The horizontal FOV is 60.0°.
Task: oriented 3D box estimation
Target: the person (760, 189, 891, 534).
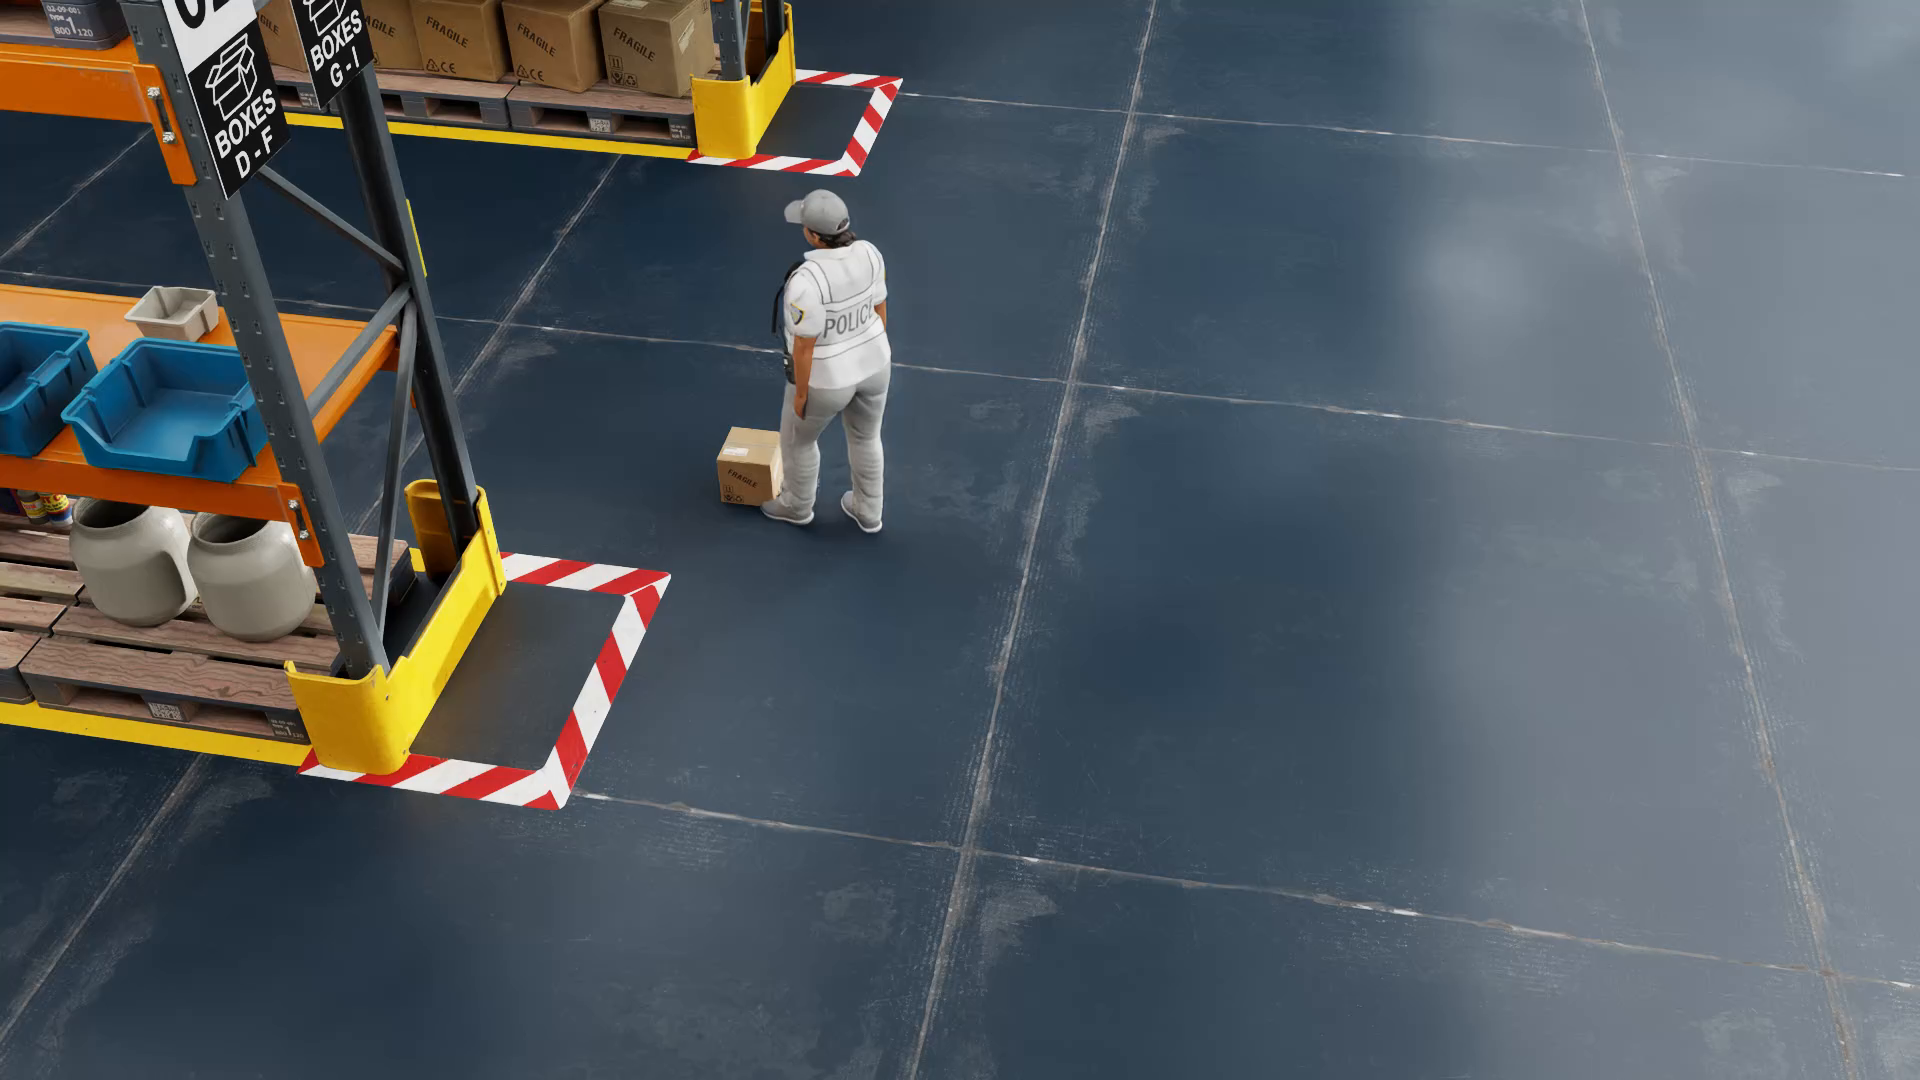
[{"bbox_3d":[-0.564,-0.747,7.024,0.523,1.682,0.550,-27,48,-28],"label":"person"}]
